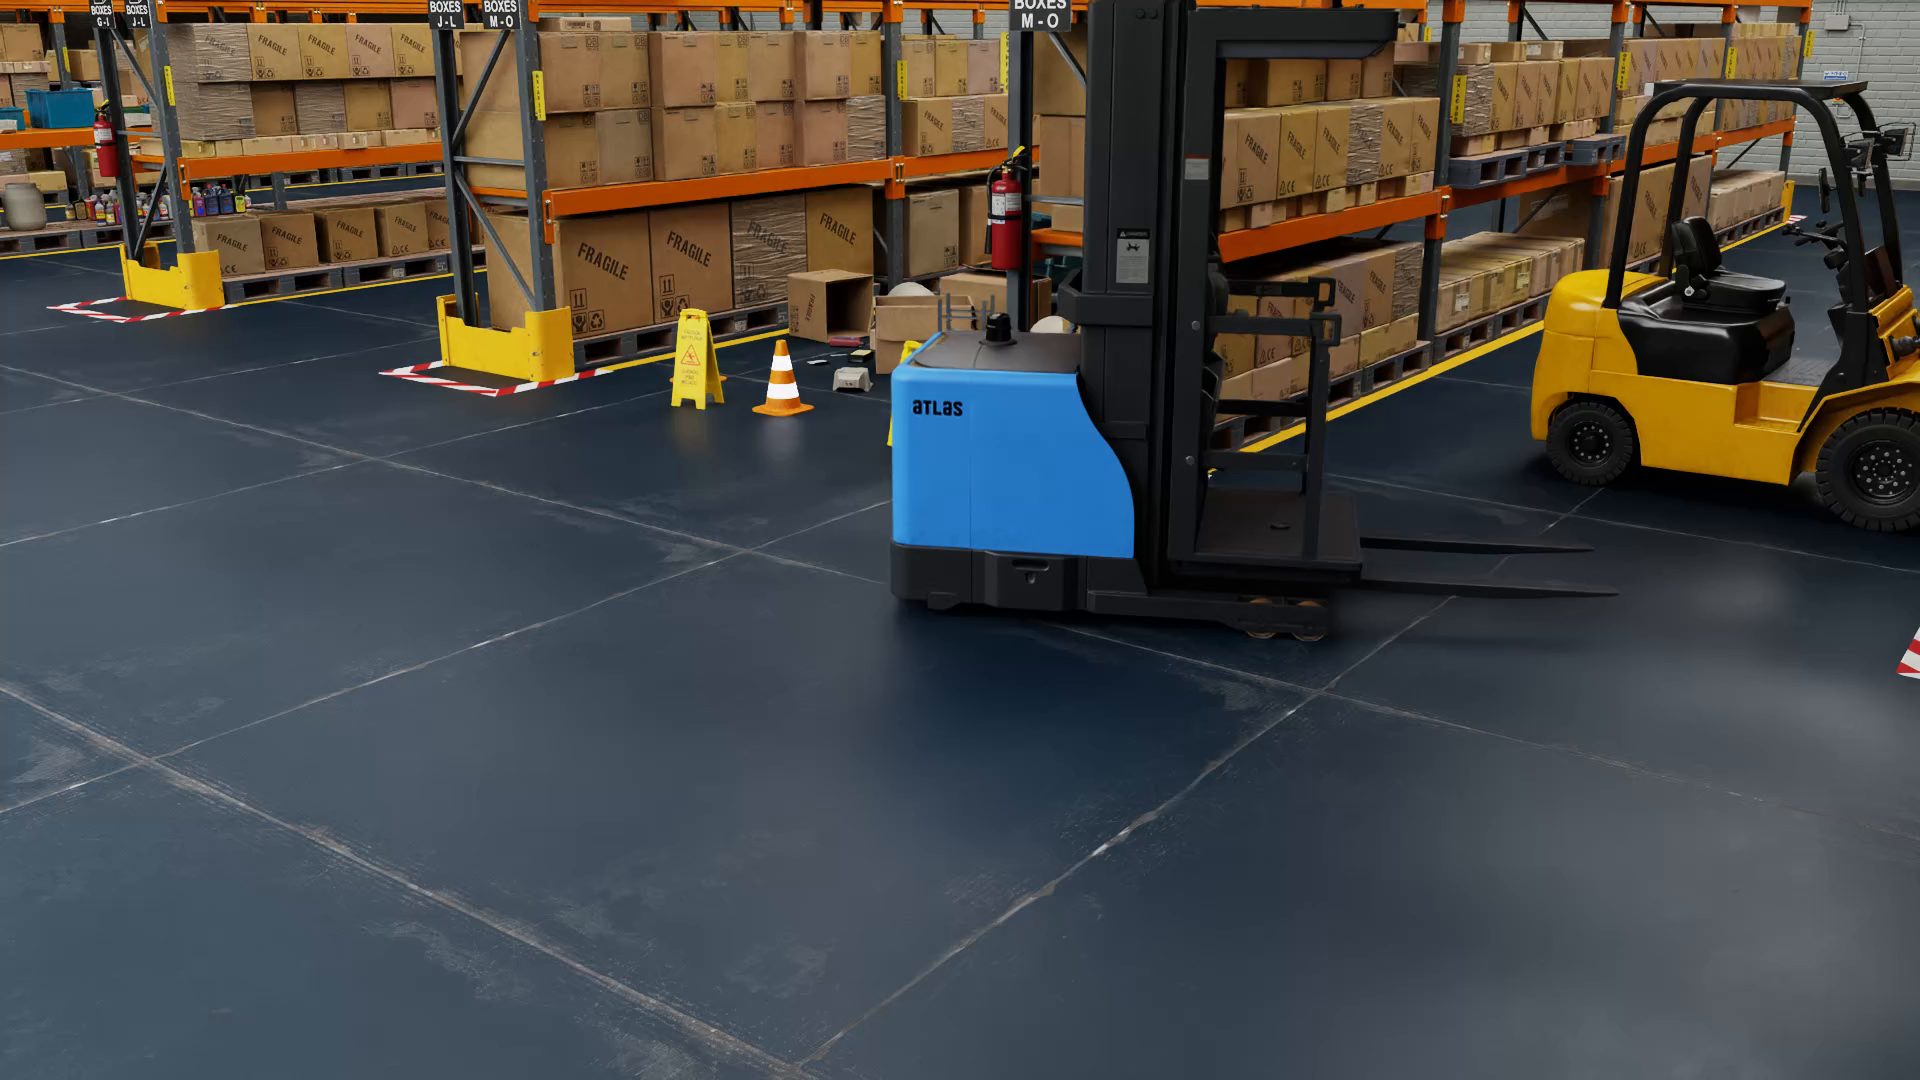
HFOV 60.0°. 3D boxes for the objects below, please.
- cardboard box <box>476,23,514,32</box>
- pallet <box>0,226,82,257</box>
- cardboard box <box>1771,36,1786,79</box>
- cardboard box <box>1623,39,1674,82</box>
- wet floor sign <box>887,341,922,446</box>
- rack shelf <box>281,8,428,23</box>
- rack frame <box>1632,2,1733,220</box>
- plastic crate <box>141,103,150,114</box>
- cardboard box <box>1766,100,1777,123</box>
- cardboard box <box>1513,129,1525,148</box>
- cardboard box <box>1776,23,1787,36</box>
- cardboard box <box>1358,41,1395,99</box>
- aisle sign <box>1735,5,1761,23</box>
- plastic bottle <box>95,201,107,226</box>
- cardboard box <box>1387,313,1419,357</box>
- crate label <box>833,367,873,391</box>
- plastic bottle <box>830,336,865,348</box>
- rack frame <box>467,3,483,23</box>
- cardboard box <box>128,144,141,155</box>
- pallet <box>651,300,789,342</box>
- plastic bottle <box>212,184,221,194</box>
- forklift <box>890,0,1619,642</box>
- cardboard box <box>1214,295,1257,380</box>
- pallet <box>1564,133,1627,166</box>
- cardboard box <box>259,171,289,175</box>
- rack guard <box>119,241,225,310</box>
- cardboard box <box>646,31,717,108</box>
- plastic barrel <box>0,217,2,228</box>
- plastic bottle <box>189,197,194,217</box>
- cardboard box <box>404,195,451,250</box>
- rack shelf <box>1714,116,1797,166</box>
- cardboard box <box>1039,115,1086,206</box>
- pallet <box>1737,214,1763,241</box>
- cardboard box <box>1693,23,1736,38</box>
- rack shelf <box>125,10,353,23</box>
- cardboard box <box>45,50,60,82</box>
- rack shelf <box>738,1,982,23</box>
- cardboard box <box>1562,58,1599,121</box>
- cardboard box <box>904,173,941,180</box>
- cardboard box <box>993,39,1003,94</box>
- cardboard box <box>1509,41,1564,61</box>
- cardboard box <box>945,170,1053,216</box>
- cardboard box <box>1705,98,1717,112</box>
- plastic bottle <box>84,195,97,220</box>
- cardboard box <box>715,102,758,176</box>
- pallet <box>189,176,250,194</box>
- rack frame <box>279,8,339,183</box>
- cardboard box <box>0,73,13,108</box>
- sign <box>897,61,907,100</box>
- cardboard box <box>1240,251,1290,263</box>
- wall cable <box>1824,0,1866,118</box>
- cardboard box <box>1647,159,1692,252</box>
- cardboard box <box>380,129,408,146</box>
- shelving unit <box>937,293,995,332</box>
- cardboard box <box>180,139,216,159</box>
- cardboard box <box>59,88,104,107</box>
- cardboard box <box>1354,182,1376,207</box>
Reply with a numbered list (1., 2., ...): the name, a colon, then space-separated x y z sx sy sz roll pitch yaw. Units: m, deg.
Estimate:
1. cardboard box: -4.921 -5.066 17.142 0.500 0.500 0.500 12 21 35
2. pallet: -10.739 -3.364 18.721 1.003 0.211 1.213 12 21 35
3. cardboard box: 9.554 -5.783 19.953 0.500 0.500 0.500 12 21 34
4. cardboard box: 6.567 -4.596 16.130 0.500 0.500 0.500 13 22 36
5. wet floor sign: -0.271 -0.870 9.957 0.232 0.644 0.267 -11 20 -32
6. rack shelf: -9.252 -8.824 27.755 1.077 0.370 4.000 12 21 35
7. rack frame: 7.852 -4.708 18.348 1.000 3.000 0.127 12 21 35
8. plastic crate: -9.293 -5.047 19.689 0.499 0.251 0.616 12 21 35
9. cardboard box: 9.551 -5.306 20.104 0.500 0.500 0.500 13 22 36
10. cardboard box: 4.267 -3.211 13.241 0.380 0.149 0.250 13 21 35
11. cardboard box: 9.781 -6.182 20.144 0.380 0.149 0.250 13 21 36
12. cardboard box: 2.649 -3.404 11.791 0.700 0.500 0.500 12 21 34
13. aisle sign: 10.045 -6.971 21.251 0.394 0.787 0.004 12 21 35
14. plastic bottle: -9.904 -3.761 19.155 0.097 0.271 0.097 0 17 0
15. cardboard box: 2.949 -1.502 11.951 0.500 0.250 0.500 14 22 37
16. crate label: -0.753 -1.127 11.642 0.250 0.136 0.298 2 17 6
17. plastic bottle: -0.880 -1.570 13.197 0.283 0.061 0.133 5 18 16
18. rack frame: -4.874 -4.554 17.851 1.000 3.000 0.127 12 21 35
19. cardboard box: -12.078 -5.634 24.310 0.500 0.311 0.500 12 21 34
20. pallet: -2.193 -1.863 13.887 1.003 0.211 1.213 12 21 35
21. plastic bottle: -9.119 -4.196 20.421 0.144 0.351 0.185 12 21 35
22. forklift: 1.266 -1.148 7.000 3.031 2.935 1.130 3 18 10
23. cardboard box: 1.418 -1.245 9.859 0.500 0.500 0.500 12 21 33
24. pallet: 5.129 -3.476 14.701 1.213 0.211 1.003 12 21 35
25. cardboard box: -10.866 -5.854 25.965 0.500 0.250 0.500 12 21 34
26. rack guard: -7.212 -2.426 15.213 1.175 0.500 0.348 12 21 35
27. cardboard box: -2.385 -3.627 12.790 0.875 0.550 0.550 12 21 35
28. plastic barrel: -10.904 -3.659 18.457 0.421 0.512 0.421 0 17 0
29. plastic bottle: -9.310 -4.048 19.945 0.144 0.351 0.185 12 21 34
30. cardboard box: -5.479 -3.335 17.432 0.500 0.500 0.500 -12 21 -33
31. rack shelf: 9.043 -4.841 19.989 1.077 0.370 4.000 12 21 35
32. cardboard box: 0.804 -2.218 9.659 0.500 0.500 0.500 12 21 34
33. pallet: 9.094 -3.836 20.240 1.003 0.211 1.213 12 21 35
34. cardboard box: 8.248 -5.573 18.183 0.380 0.149 0.250 12 21 34
35. rack shelf: -13.233 -9.698 30.571 1.077 0.370 4.000 12 21 35
36. cardboard box: -15.421 -7.976 27.961 0.700 0.500 0.500 12 21 35
37. rack shelf: -1.299 -7.072 22.115 1.077 0.370 4.000 12 21 35
38. cardboard box: 5.122 -3.864 14.249 0.500 0.500 0.500 12 21 34
39. cardboard box: -1.004 -5.277 23.052 1.225 0.875 0.875 12 21 33
40. cardboard box: 0.249 -4.661 16.342 0.700 0.500 0.500 12 21 34
41. cardboard box: 4.720 -4.016 13.648 0.380 0.149 0.250 11 20 32
42. cardboard box: 0.480 -3.395 17.203 1.050 0.750 0.750 13 21 36
43. cardboard box: 7.784 -4.728 17.820 0.500 0.250 0.500 12 21 35
44. plastic bottle: -10.320 -3.956 19.776 0.152 0.276 0.135 13 21 35
45. cardboard box: -2.122 -3.249 13.394 0.875 0.550 0.500 12 21 35
46. pallet: -11.693 -5.448 25.432 1.003 0.211 1.213 12 21 35
47. rack frame: -10.444 -7.258 26.559 1.000 3.000 0.127 12 21 35
48. cardboard box: -13.396 -6.120 22.724 0.700 0.500 0.500 12 21 34
49. sign: -0.504 -4.007 14.497 0.100 0.325 0.005 12 21 35
50. cardboard box: 1.897 -1.703 11.334 0.500 0.500 0.500 14 22 37
51. wall cable: 13.576 -7.509 25.599 0.585 1.953 0.123 12 21 35
52. cardboard box: 7.015 -3.516 17.383 0.875 0.875 0.875 13 22 36
53. cardboard box: -5.671 -3.976 16.414 0.380 0.149 0.250 12 21 35
54. shelving unit: 0.030 -0.586 8.107 0.258 1.200 0.189 4 18 12
55. cardboard box: -6.896 -3.507 14.904 0.380 0.149 0.250 12 21 35
56. cardboard box: -12.569 -6.359 23.916 0.500 0.250 0.500 14 22 38
57. cardboard box: 2.536 -2.310 11.048 0.380 0.149 0.250 12 21 34
